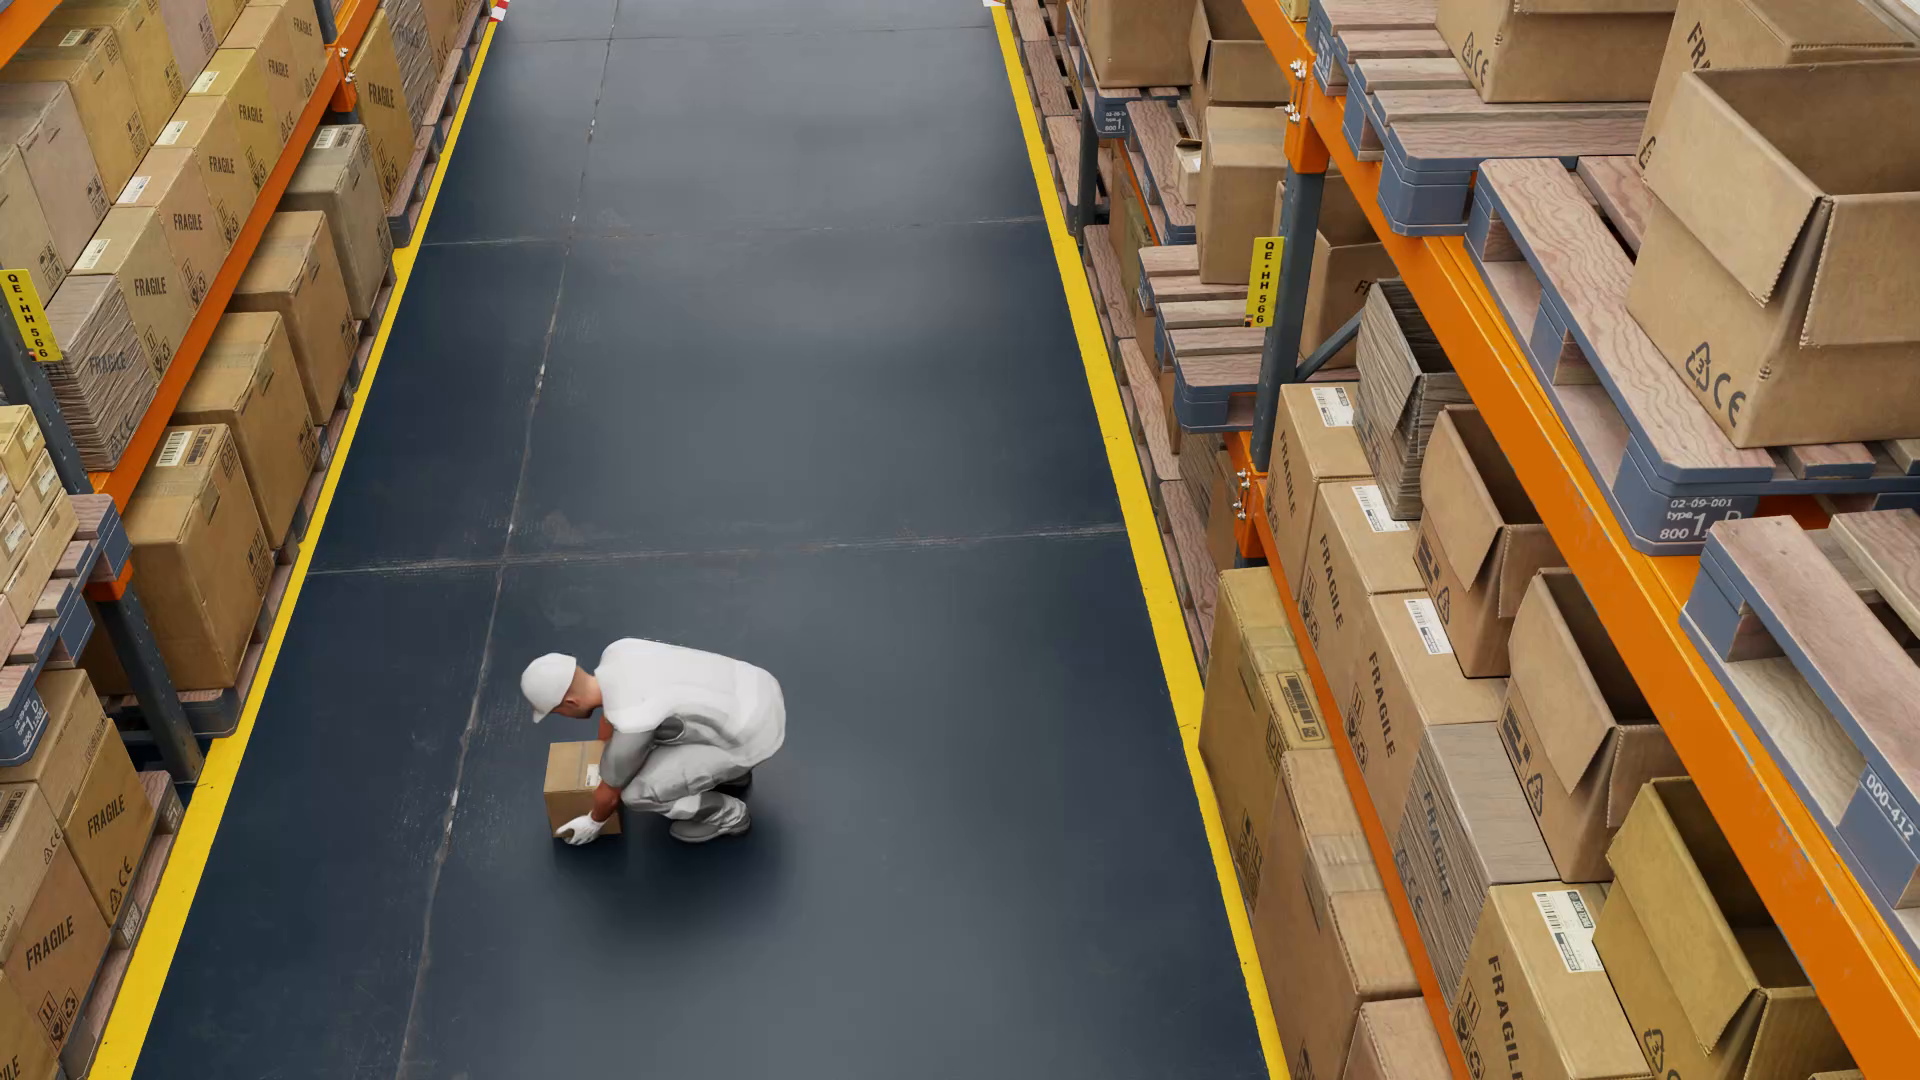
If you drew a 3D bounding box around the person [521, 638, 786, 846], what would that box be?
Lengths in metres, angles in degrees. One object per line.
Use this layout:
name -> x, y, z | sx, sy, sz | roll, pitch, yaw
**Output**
person -> -1.080, 0.706, 6.042 | 0.895, 0.880, 0.555 | -3, 39, -4
